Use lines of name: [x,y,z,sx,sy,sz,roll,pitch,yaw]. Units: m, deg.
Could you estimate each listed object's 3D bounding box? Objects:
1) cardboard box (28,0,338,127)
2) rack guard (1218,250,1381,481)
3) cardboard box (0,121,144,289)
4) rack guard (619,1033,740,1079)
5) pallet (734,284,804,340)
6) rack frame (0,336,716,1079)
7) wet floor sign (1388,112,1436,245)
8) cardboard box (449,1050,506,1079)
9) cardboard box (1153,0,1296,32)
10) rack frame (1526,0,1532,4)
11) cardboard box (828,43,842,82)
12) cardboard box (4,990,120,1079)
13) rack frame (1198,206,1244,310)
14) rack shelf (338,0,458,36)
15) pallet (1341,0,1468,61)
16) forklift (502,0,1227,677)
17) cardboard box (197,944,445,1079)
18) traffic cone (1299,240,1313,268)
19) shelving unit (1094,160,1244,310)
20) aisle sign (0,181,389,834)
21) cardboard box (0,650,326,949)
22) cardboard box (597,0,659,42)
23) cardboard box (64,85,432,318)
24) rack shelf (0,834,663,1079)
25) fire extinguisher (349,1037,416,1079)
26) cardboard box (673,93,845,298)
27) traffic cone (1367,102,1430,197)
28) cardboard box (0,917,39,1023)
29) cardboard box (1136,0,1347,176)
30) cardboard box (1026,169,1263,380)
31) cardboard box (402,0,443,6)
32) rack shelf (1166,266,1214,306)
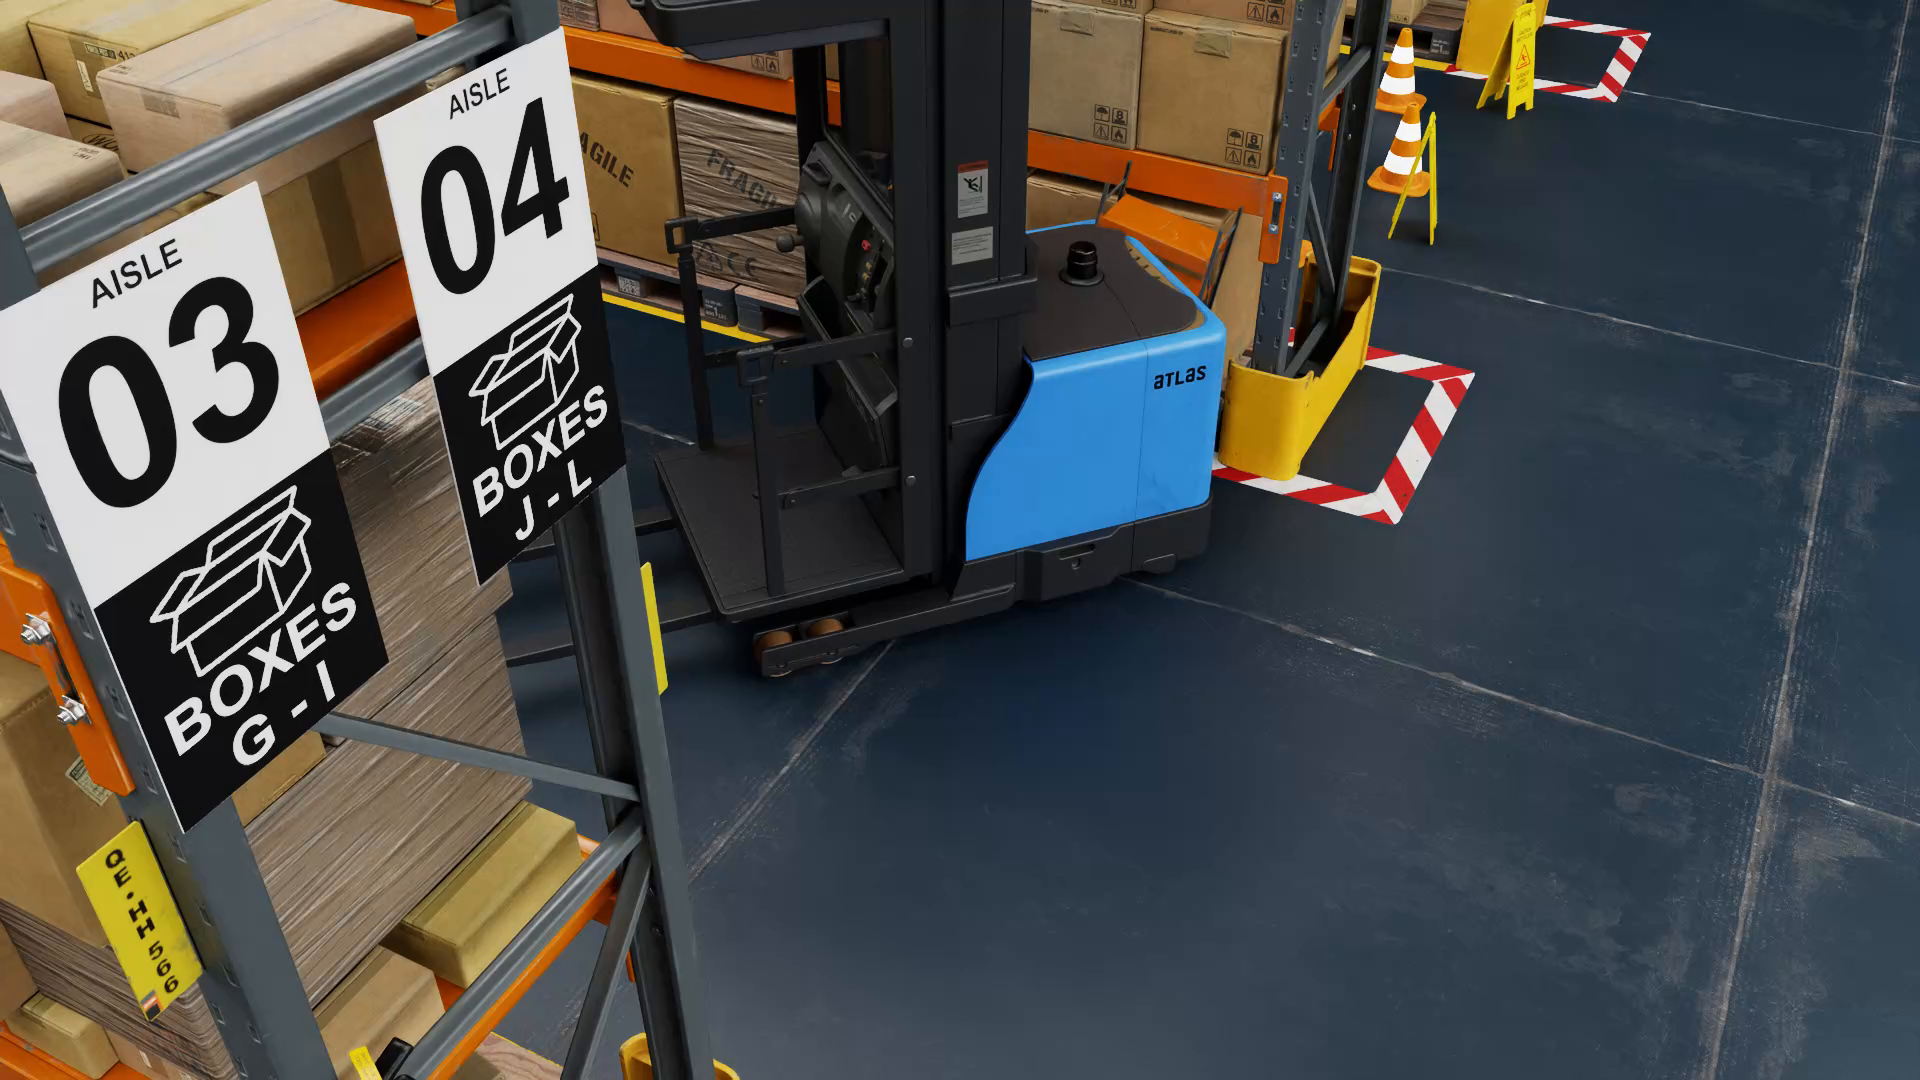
cardboard box: [-1.200,-0.784,2.615,0.250,0.149,0.380,18,41,22]
rack guard: [1.516,-0.798,7.388,0.348,0.500,1.175,17,41,21]
cardboard box: [-1.266,-0.369,2.069,0.250,0.149,0.380,17,41,21]
rack guard: [-0.943,1.809,3.953,0.348,0.500,1.175,17,41,21]
pallet: [-0.330,-1.210,8.169,1.213,0.211,1.003,17,41,21]
rack frame: [-0.876,0.835,3.170,0.127,3.000,1.000,17,41,21]
wet floor sign: [2.431,-1.918,8.742,0.232,0.644,0.267,11,38,14]
cardboard box: [-1.423,1.480,4.039,0.500,0.500,0.500,25,44,29]
cardboard box: [1.183,-2.414,6.432,0.550,0.550,0.875,17,41,21]
rack frame: [3.682,-4.486,10.179,0.127,3.000,1.000,17,41,21]
cardboard box: [-0.283,-2.428,7.344,0.500,0.550,0.875,17,41,21]
cardboard box: [-1.691,0.854,3.351,0.250,0.149,0.380,17,41,21]
rack frame: [0.952,-0.803,6.828,0.015,1.200,0.240,26,43,15]
rack shelf: [-3.833,-3.182,9.056,4.000,0.370,1.077,17,41,21]
pallet: [2.909,-3.641,11.372,1.213,0.211,1.003,17,41,21]
forklift: [-0.586,-1.030,5.683,3.031,2.935,1.130,-13,39,-17]
cardboard box: [-1.224,0.966,3.204,0.250,0.149,0.380,17,41,21]
traffic cone: [1.676,-1.700,8.607,0.334,0.463,0.336,17,41,21]
shelving unit: [0.740,-0.907,6.890,0.503,1.200,0.258,26,43,15]
aisle sign: [-0.959,-0.023,2.149,0.004,0.787,0.394,17,41,21]
cardboard box: [-1.478,0.258,2.774,0.500,0.500,0.500,17,41,21]
cardboard box: [-1.225,-2.735,7.749,0.550,0.550,0.875,17,41,21]
cardboard box: [-1.185,-0.573,2.667,0.500,0.250,0.500,19,41,23]
rack shelf: [-2.652,0.565,4.120,4.000,0.370,1.077,17,41,21]
fire extinguisher: [-0.986,1.145,2.825,0.183,0.674,0.296,17,41,21]
cardboard box: [-0.729,-1.772,8.014,0.875,0.875,0.875,18,41,22]
traffic cone: [2.498,-2.212,9.281,0.334,0.463,0.336,17,41,21]
cardboard box: [-1.851,0.434,3.369,0.500,0.500,0.875,17,41,21]
cardboard box: [1.145,-1.939,6.699,0.550,0.550,0.875,17,41,21]
cardboard box: [0.862,-1.274,7.358,0.875,0.875,0.875,18,41,22]
cardboard box: [-2.643,-2.954,8.078,0.500,0.500,0.500,17,40,21]
rack shelf: [0.766,-1.022,6.787,0.480,0.148,0.258,26,43,15]
